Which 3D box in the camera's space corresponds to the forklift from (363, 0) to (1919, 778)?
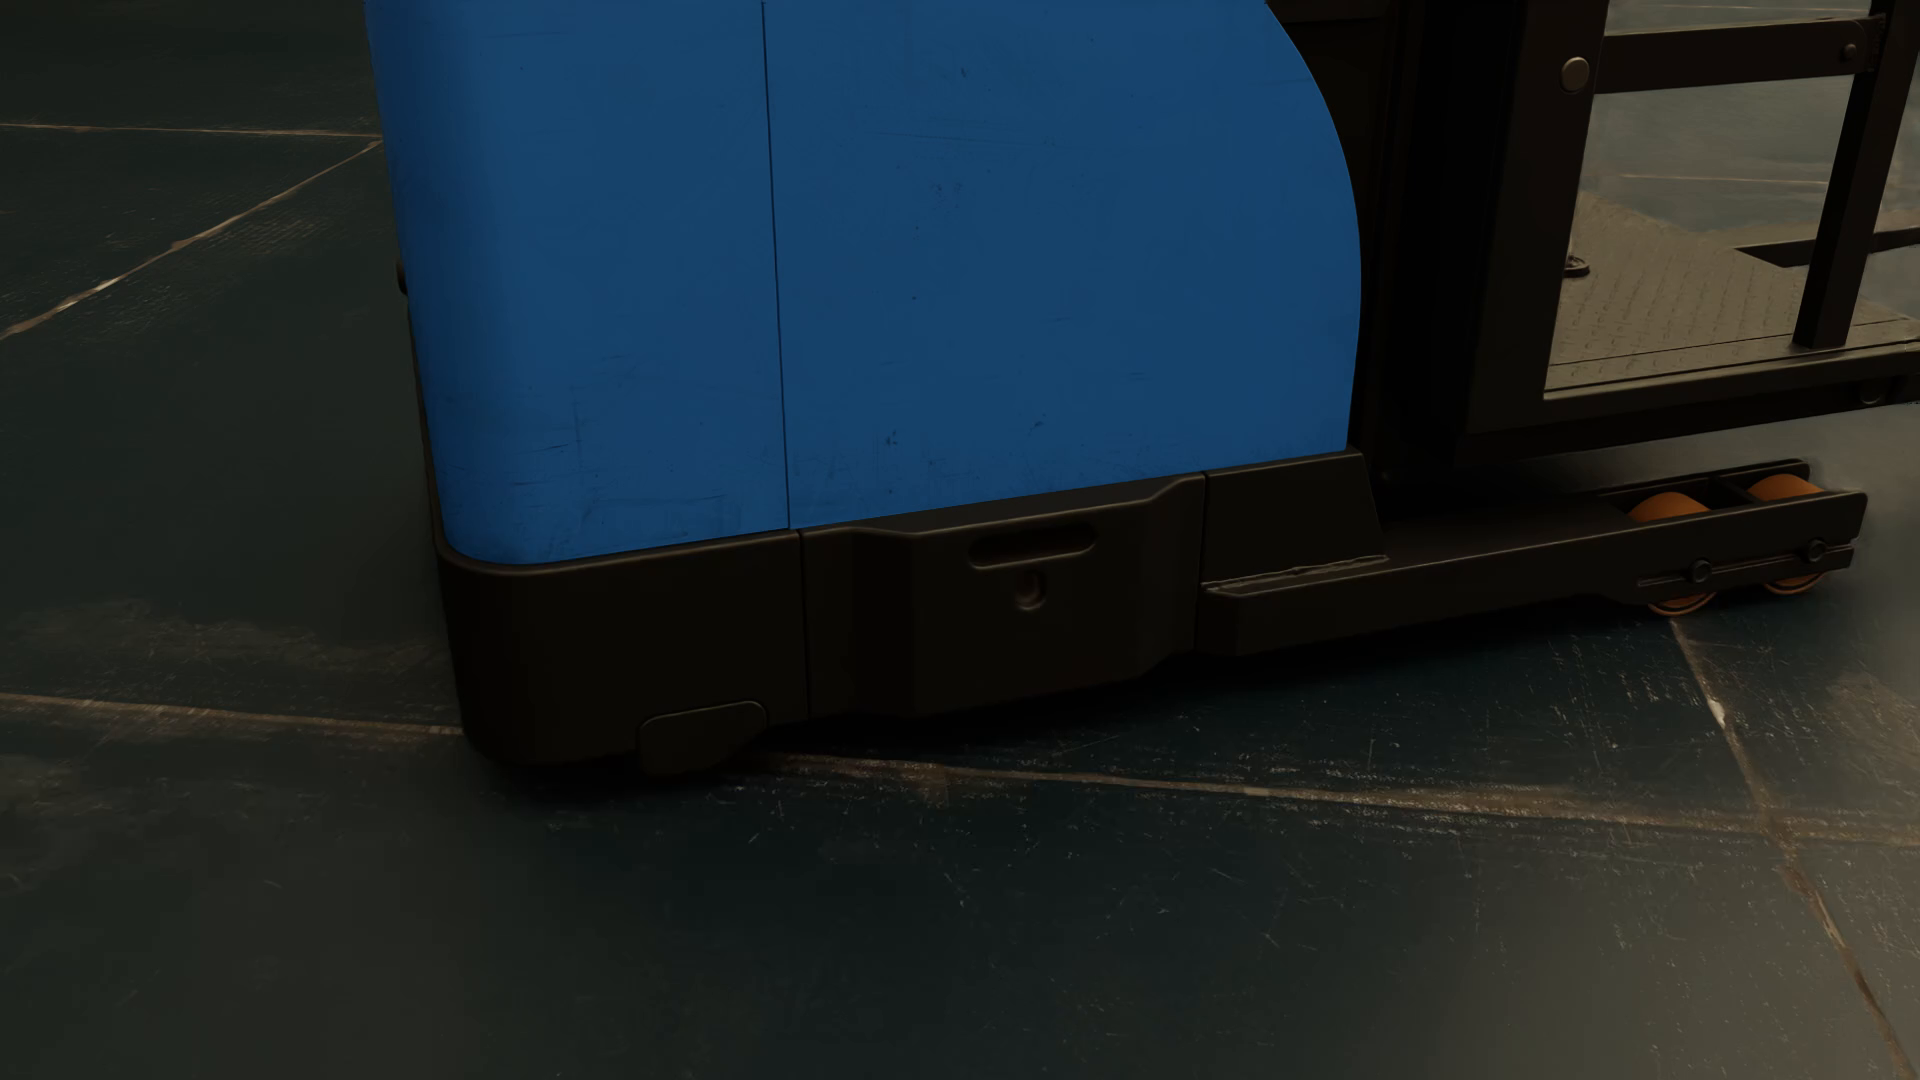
[{"bbox_3d":[0.737,-1.422,2.066,3.031,2.935,1.130,-8,28,-17],"label":"forklift"}]
